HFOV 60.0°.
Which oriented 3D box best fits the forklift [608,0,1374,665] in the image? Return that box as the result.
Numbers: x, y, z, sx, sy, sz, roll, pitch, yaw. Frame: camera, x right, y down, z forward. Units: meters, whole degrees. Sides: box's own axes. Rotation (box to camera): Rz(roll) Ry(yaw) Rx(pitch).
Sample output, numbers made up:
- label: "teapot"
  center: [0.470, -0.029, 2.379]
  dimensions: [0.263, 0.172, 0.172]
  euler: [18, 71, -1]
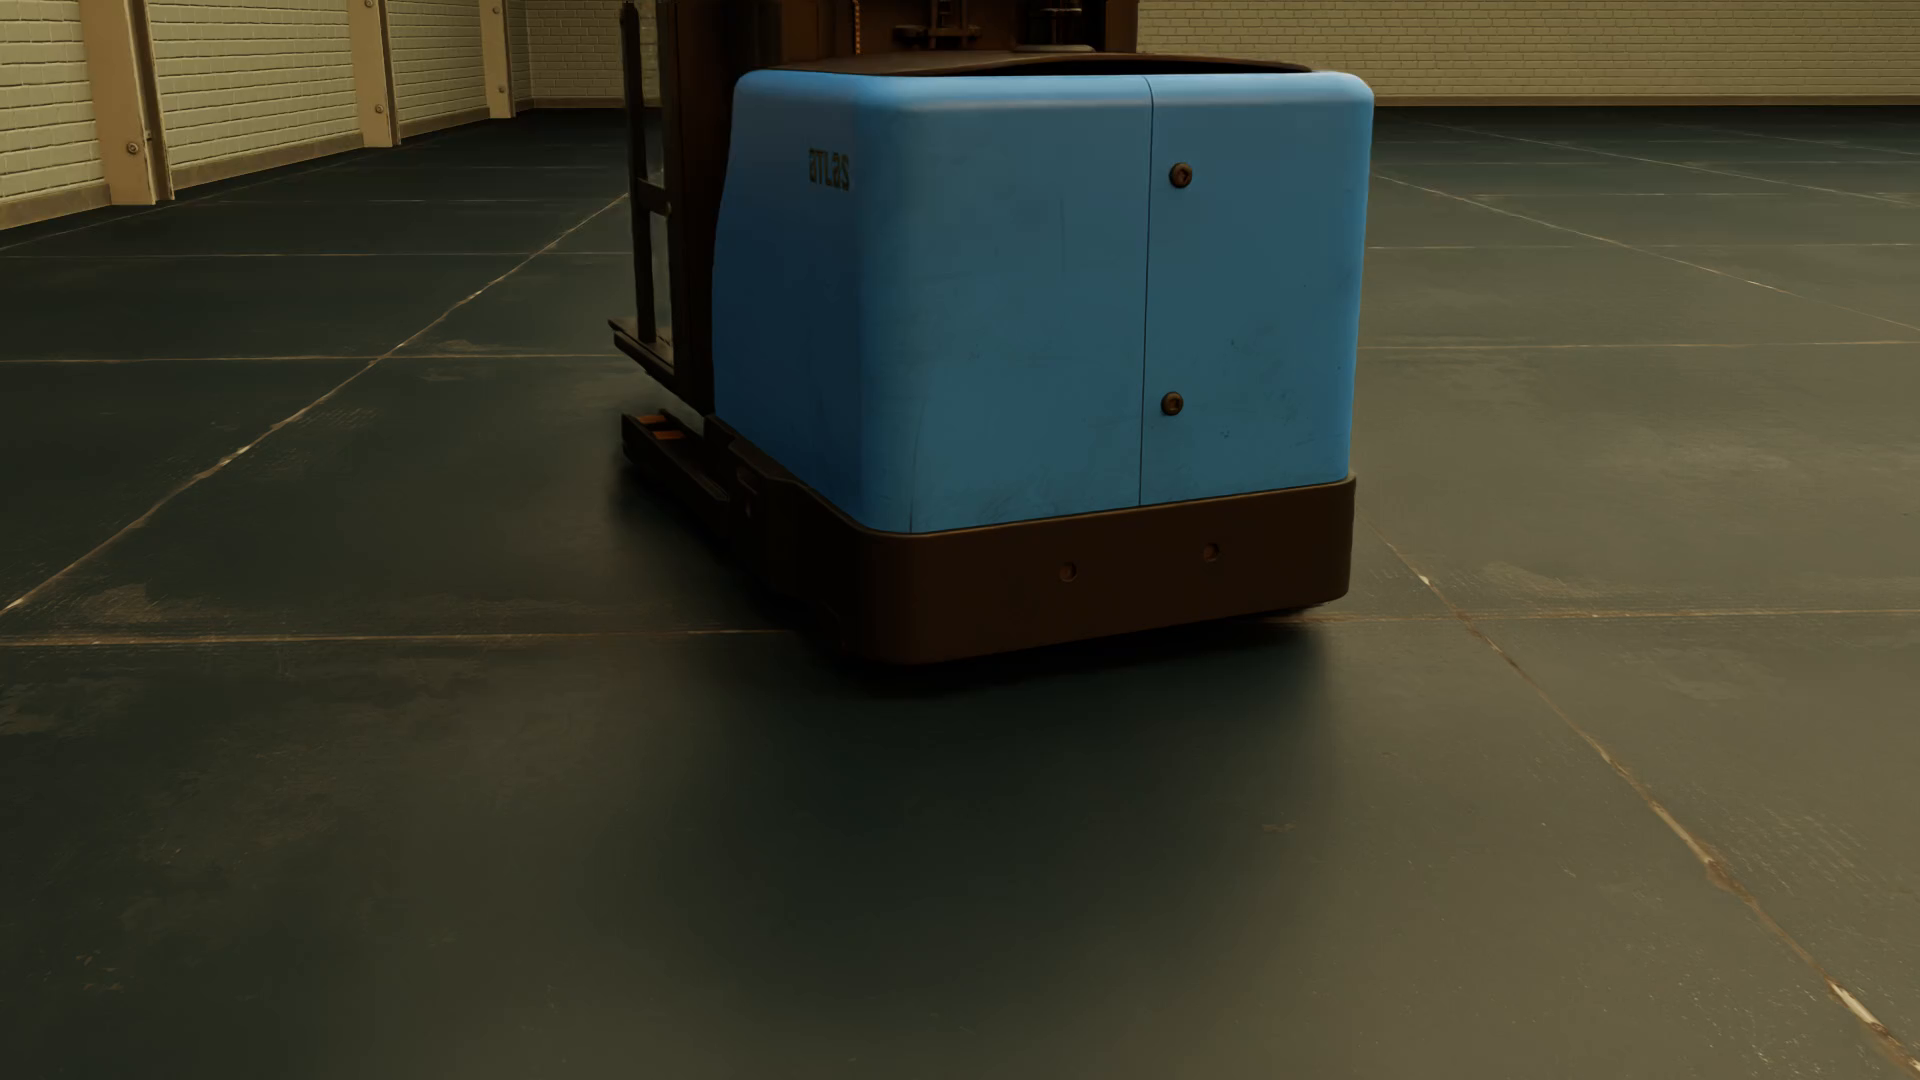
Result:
- label: "forklift"
  center: [-0.268, -1.568, 4.033]
  dimensions: [1.130, 2.935, 3.031]
  euler: [-7, 18, -22]
